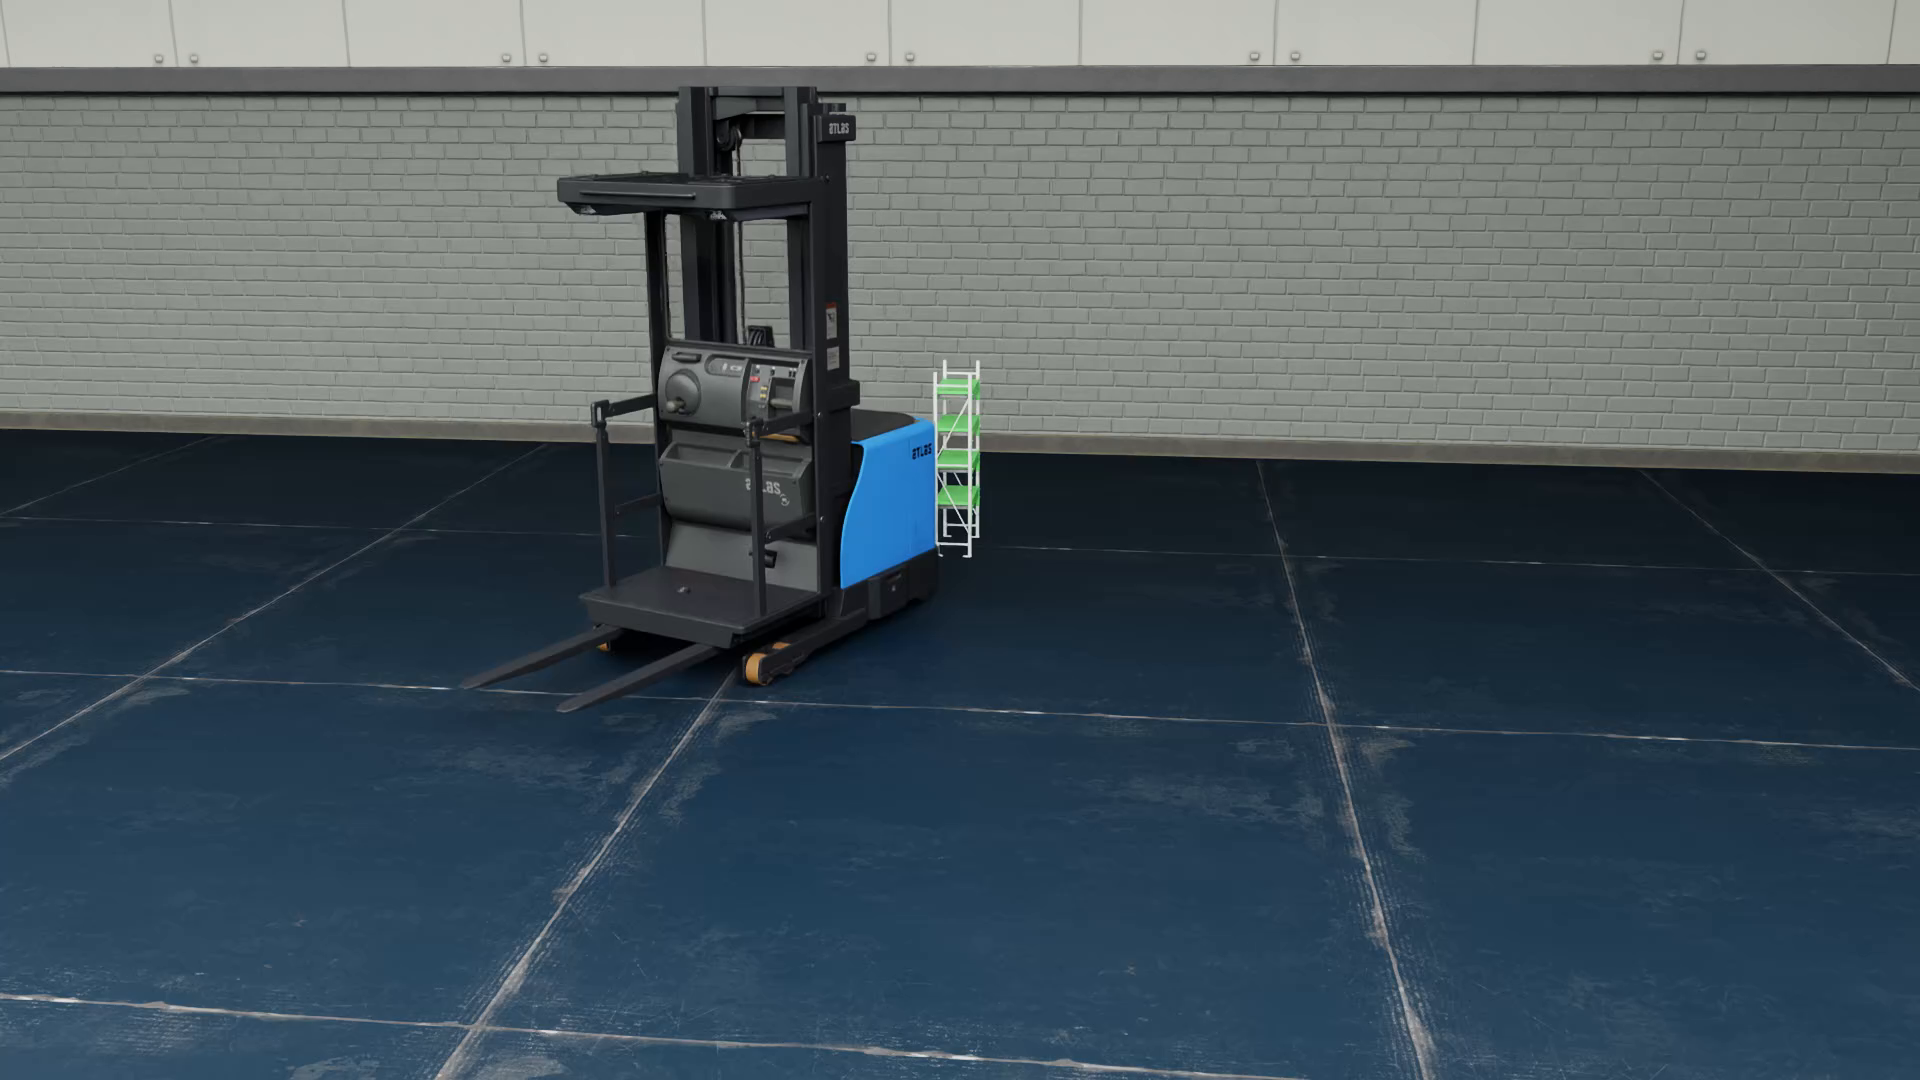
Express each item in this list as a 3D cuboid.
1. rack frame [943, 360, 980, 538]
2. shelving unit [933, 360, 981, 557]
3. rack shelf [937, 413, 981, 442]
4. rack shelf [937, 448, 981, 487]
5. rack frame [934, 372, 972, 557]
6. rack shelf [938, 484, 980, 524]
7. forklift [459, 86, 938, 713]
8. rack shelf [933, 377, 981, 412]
[{"bbox_3d":[0.009,-0.600,11.081,0.240,1.200,0.015,2,15,6],"label":"rack frame"},{"bbox_3d":[-0.019,-0.536,10.847,0.258,1.200,0.503,2,15,6],"label":"shelving unit"},{"bbox_3d":[-0.019,-0.706,10.801,0.258,0.148,0.480,2,15,6],"label":"rack shelf"},{"bbox_3d":[-0.019,-0.475,10.863,0.258,0.148,0.480,2,15,6],"label":"rack shelf"},{"bbox_3d":[-0.046,-0.473,10.613,0.240,1.200,0.015,2,15,6],"label":"rack frame"},{"bbox_3d":[-0.019,-0.243,10.926,0.258,0.148,0.480,2,15,6],"label":"rack shelf"},{"bbox_3d":[-1.302,-0.813,8.554,1.130,2.935,3.031,9,17,29],"label":"forklift"},{"bbox_3d":[-0.019,-0.938,10.738,0.258,0.148,0.480,2,15,6],"label":"rack shelf"}]
